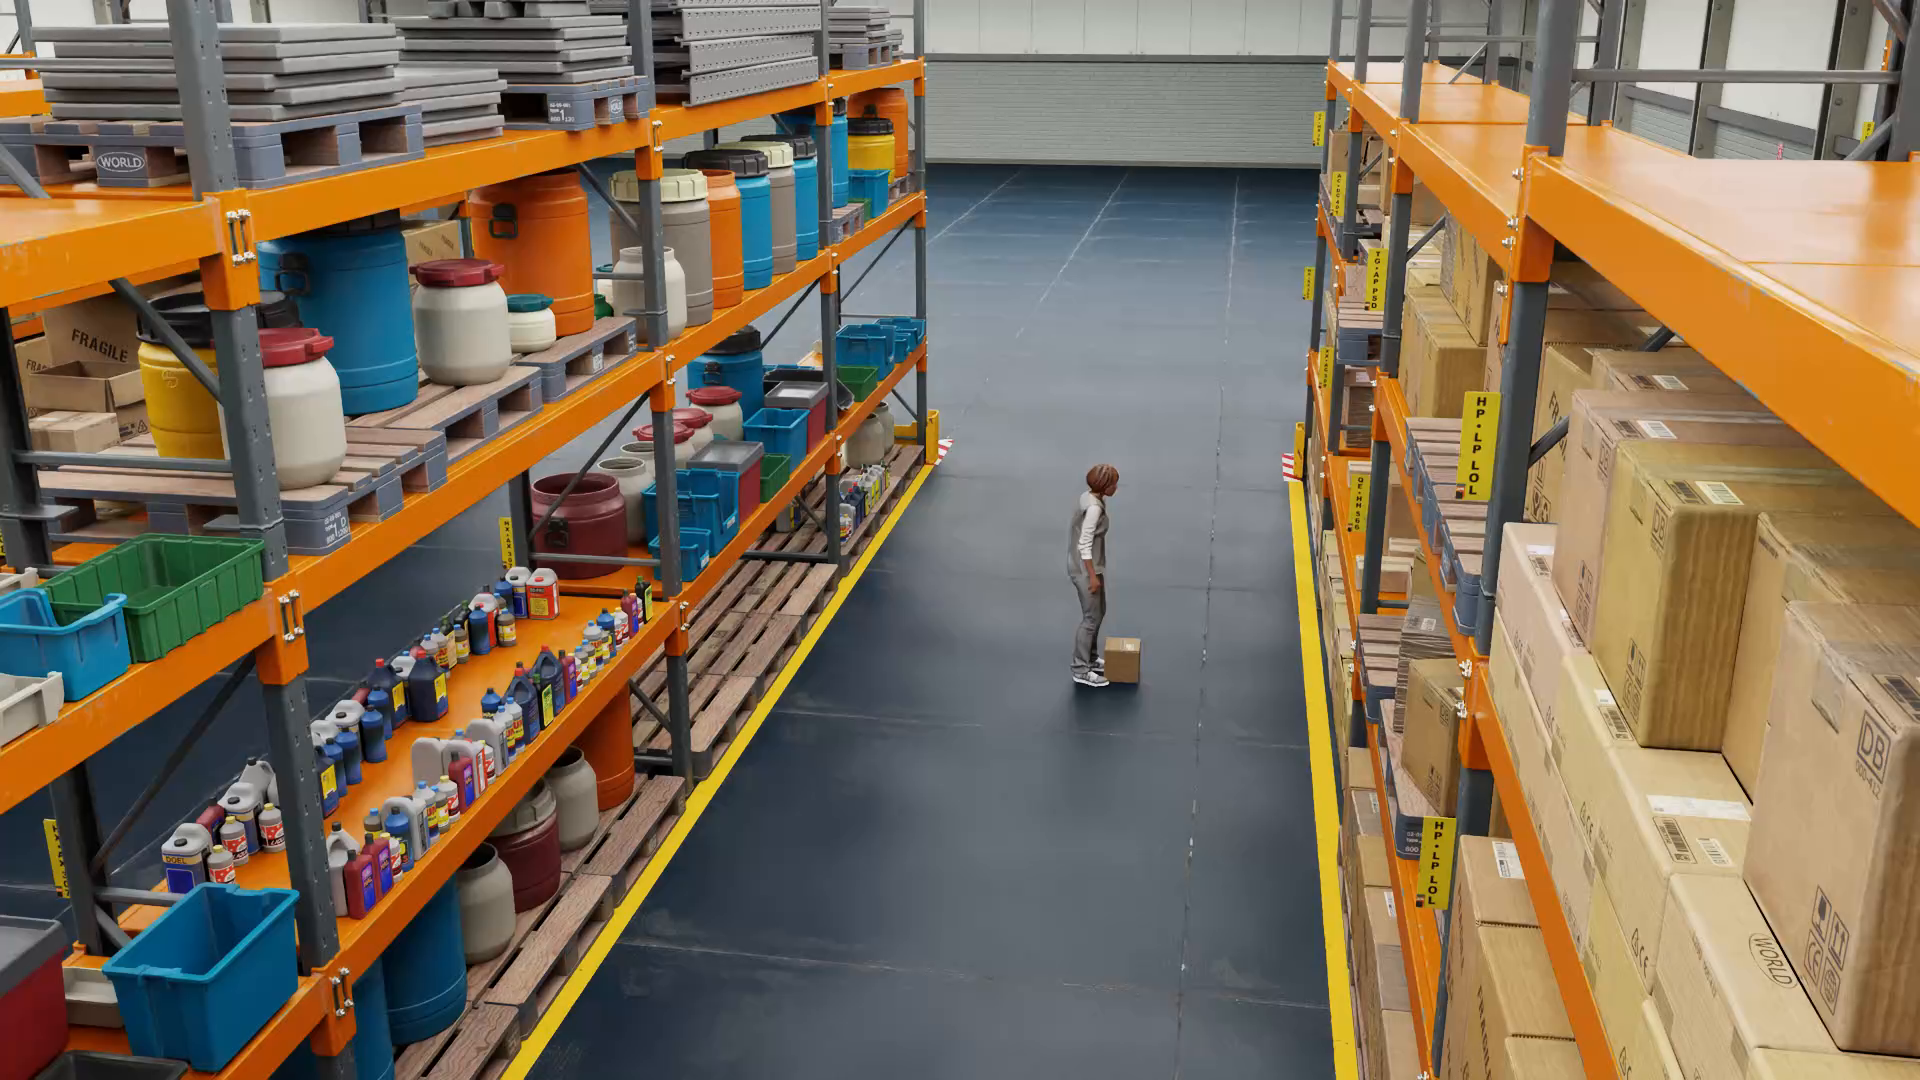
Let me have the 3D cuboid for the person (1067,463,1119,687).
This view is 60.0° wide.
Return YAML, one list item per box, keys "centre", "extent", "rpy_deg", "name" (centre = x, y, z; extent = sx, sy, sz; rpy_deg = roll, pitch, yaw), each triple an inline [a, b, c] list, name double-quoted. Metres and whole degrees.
- centre: [0.949, 0.226, 11.884]
  extent: [0.364, 1.593, 0.463]
  rpy_deg: [3, 18, 9]
  name: "person"
